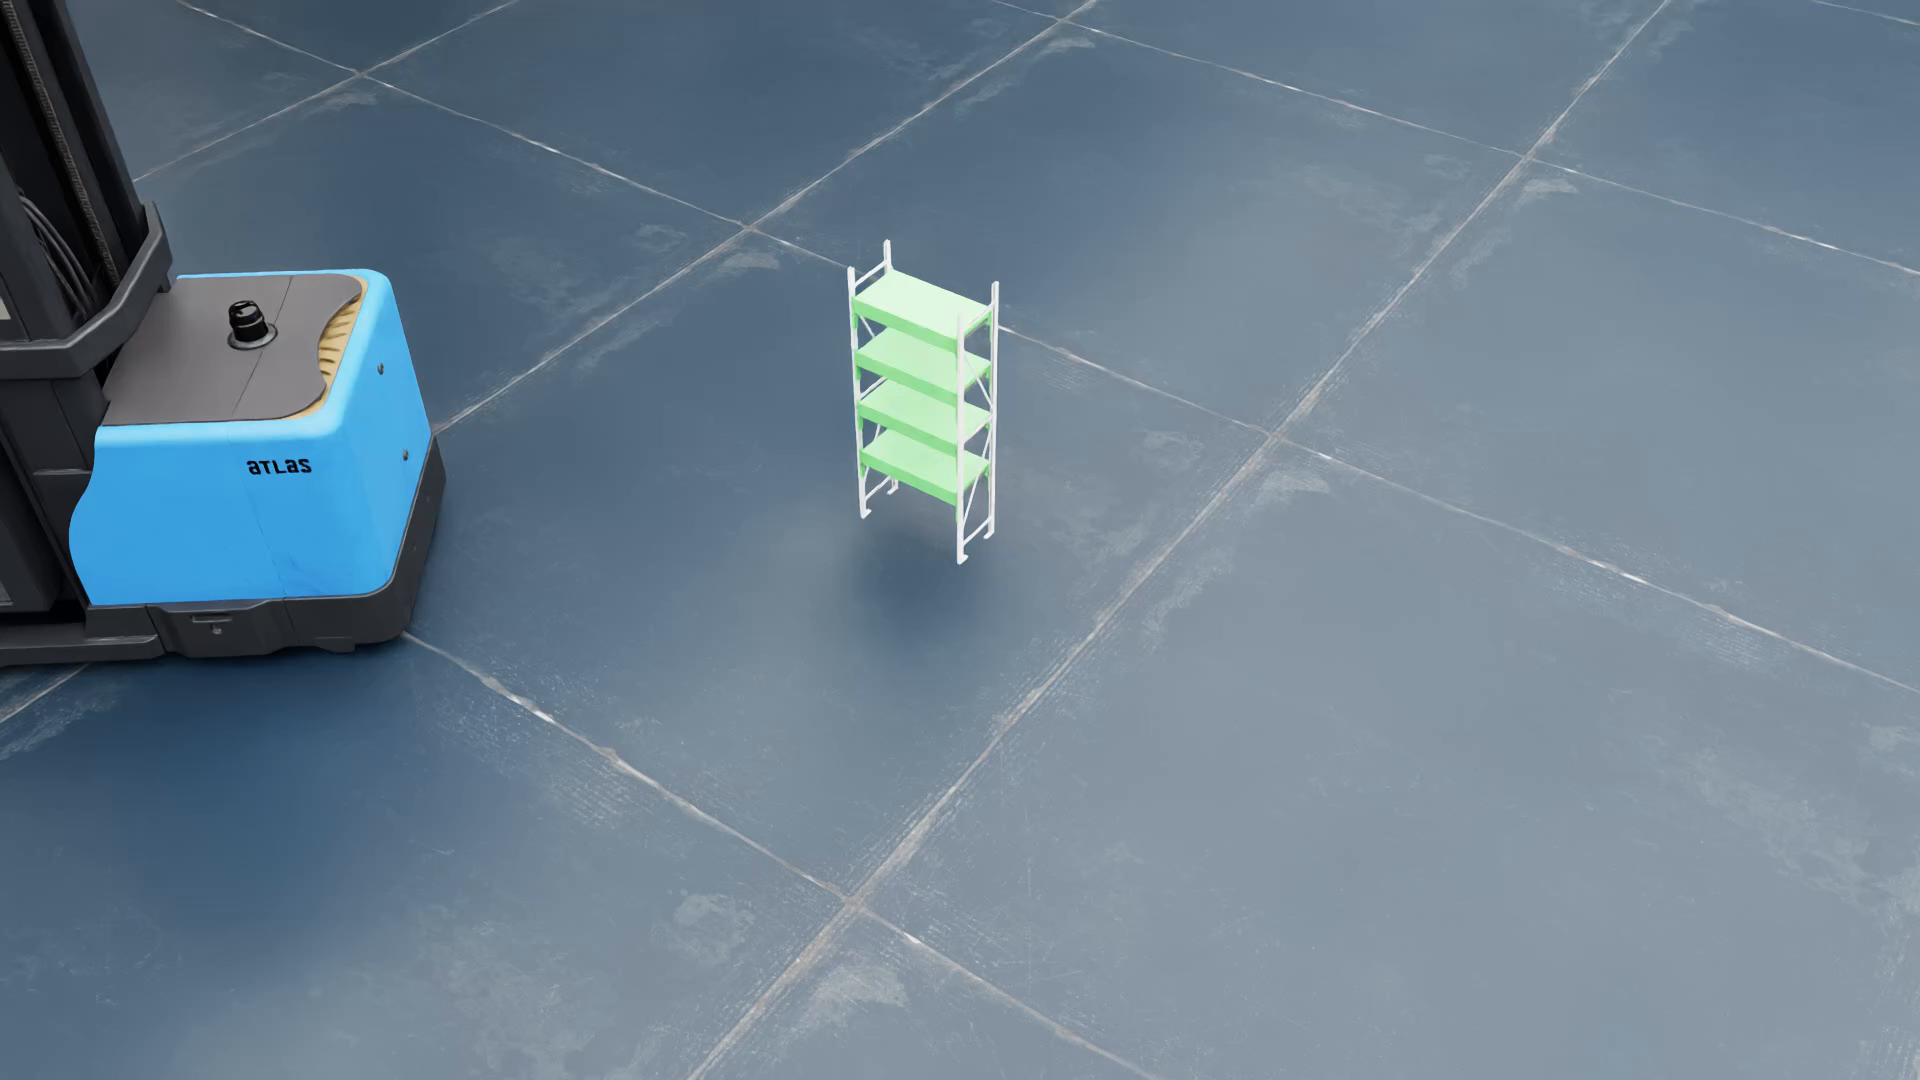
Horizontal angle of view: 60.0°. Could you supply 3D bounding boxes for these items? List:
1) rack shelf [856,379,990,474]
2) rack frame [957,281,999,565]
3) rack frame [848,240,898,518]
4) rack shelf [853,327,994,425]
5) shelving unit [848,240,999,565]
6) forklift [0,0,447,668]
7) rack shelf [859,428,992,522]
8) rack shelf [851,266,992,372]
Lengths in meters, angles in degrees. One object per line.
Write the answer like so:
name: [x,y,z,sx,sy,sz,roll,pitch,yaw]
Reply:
rack shelf: [-0.136,-0.463,6.463,0.480,0.148,0.258,25,48,25]
rack frame: [0.064,-0.417,6.316,0.015,1.200,0.240,25,48,25]
rack frame: [-0.335,-0.604,6.525,0.015,1.200,0.240,25,48,25]
rack shelf: [-0.136,-0.642,6.303,0.480,0.148,0.258,25,48,25]
shelving unit: [-0.136,-0.511,6.421,0.503,1.200,0.258,25,48,25]
forklift: [-3.624,-0.945,5.608,3.031,2.935,1.130,-2,42,-3]
rack shelf: [-0.136,-0.284,6.623,0.480,0.148,0.258,25,48,25]
rack shelf: [-0.136,-0.821,6.143,0.480,0.148,0.258,25,48,25]
